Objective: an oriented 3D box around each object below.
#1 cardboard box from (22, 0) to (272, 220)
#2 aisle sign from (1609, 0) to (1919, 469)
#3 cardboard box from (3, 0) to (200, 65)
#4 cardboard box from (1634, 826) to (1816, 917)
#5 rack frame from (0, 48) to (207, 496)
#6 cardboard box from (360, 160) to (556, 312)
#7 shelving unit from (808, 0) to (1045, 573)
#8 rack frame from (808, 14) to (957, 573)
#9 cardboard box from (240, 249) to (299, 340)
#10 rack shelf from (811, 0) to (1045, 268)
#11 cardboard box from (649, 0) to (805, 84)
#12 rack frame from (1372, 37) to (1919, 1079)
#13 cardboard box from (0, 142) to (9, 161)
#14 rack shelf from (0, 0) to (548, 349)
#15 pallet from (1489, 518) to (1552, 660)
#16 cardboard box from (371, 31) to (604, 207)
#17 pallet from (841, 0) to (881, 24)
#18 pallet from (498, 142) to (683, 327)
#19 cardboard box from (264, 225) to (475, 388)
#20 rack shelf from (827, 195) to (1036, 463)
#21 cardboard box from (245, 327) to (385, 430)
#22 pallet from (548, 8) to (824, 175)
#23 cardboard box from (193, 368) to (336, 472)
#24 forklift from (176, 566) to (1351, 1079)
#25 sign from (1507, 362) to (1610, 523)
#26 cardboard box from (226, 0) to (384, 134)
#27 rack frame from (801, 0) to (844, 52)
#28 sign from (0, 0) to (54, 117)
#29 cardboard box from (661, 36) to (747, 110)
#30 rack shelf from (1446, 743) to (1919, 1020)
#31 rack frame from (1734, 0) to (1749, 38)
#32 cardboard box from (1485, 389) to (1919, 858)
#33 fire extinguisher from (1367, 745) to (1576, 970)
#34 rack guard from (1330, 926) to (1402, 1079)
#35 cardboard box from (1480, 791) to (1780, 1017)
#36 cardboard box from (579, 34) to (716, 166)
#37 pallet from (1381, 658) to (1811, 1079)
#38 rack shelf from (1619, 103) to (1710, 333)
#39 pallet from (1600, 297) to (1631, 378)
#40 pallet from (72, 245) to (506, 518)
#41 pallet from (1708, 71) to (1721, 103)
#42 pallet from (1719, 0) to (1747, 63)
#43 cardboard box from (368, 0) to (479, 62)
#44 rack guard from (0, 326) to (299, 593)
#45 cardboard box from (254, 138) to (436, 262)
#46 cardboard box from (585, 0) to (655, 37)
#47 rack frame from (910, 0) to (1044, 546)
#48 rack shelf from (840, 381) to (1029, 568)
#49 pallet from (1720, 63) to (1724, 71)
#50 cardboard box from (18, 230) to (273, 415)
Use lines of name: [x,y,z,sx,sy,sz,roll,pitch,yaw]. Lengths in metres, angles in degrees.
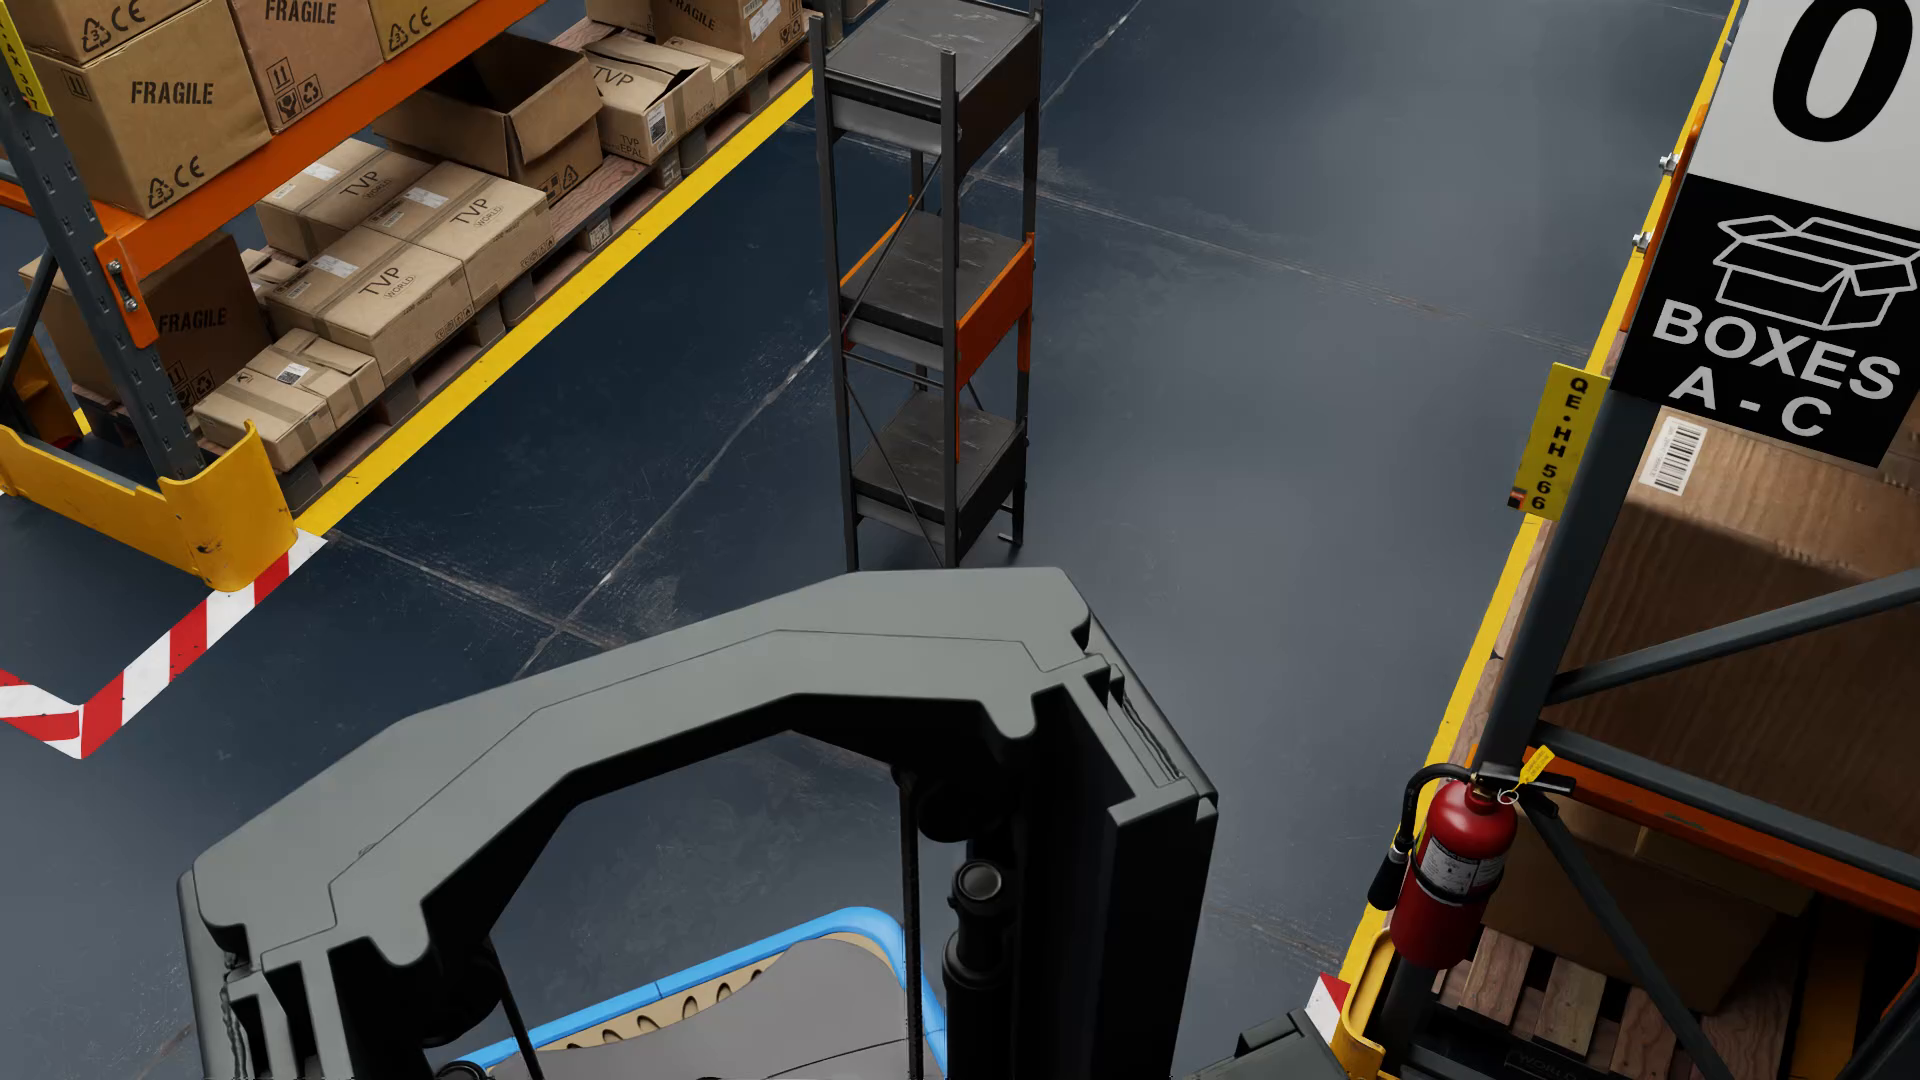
cardboard box: [-2.461,-1.342,4.897,0.500,0.500,0.500,21,49,20]
aisle sign: [1.190,-0.449,2.257,0.394,0.787,0.004,20,49,19]
cardboard box: [-2.461,-1.694,4.542,0.500,0.500,0.500,22,49,20]
cardboard box: [1.844,0.692,3.963,0.380,0.149,0.250,21,49,19]
rack frame: [-2.901,-1.115,4.743,1.000,3.000,0.127,20,49,19]
cardboard box: [-1.933,-1.182,6.433,0.500,0.250,0.500,20,49,19]
shelving unit: [-0.077,-0.634,4.900,0.431,2.100,0.503,20,49,19]
rack frame: [-0.190,-0.480,4.748,0.400,2.100,0.015,20,49,19]
cardboard box: [-2.599,-0.923,6.236,0.380,0.166,0.250,20,49,19]
rack shelf: [-0.077,-1.116,4.412,0.431,0.518,0.480,20,49,19]
cardboard box: [-1.057,-2.458,7.518,0.500,0.500,0.500,20,49,19]
rack frame: [1.489,0.519,3.129,1.000,3.000,0.127,20,49,19]
cardboard box: [-2.934,-1.522,5.075,0.500,0.500,0.500,22,49,20]
rack shelf: [-1.972,-2.122,6.244,1.077,0.370,4.000,20,49,19]
pallet: [2.358,0.204,5.400,1.003,0.211,1.213,20,49,19]
cardboard box: [-1.911,-1.726,6.793,0.797,0.503,0.637,20,49,19]
pallet: [-0.700,-3.179,8.744,1.003,0.211,1.213,20,49,19]
pallet: [-1.929,-1.450,7.035,1.003,0.211,1.213,20,49,19]
cardboard box: [-2.165,-0.867,6.121,0.500,0.250,0.500,20,49,19]
rack shelf: [-0.077,-0.624,4.910,0.431,0.518,0.480,20,49,19]
cardboard box: [-2.286,-0.581,5.898,0.380,0.166,0.250,20,49,19]
pallet: [-1.363,-2.222,7.798,1.003,0.211,1.213,20,49,19]
cardboard box: [-2.402,-0.417,5.749,0.380,0.149,0.250,20,49,19]
forklift: [0.001,1.573,2.135,1.130,2.935,3.031,-18,48,-17]
sign: [1.015,-0.160,2.818,0.100,0.325,0.005,20,49,19]
cardboard box: [-2.226,-1.669,5.220,0.500,0.500,0.500,20,49,19]
rack frame: [-1.044,-3.635,7.233,1.000,3.000,0.127,20,49,19]
sign: [-2.420,-1.240,4.258,0.100,0.325,0.005,20,49,19]
cardboard box: [-1.178,-2.078,7.390,0.380,0.149,0.250,20,49,19]
rack shelf: [2.417,-0.489,4.630,1.077,0.370,4.000,20,49,19]
rack frame: [1.489,-1.590,0.995,1.000,3.000,0.127,20,49,19]
cardboard box: [1.717,0.089,3.343,0.980,0.700,0.700,23,50,21]
fire extinguisher: [1.010,0.619,3.345,0.296,0.674,0.183,20,49,19]
rack guard: [1.478,1.412,4.003,1.175,0.500,0.348,20,49,19]
cardboard box: [1.725,0.776,4.337,0.700,0.500,0.500,20,49,19]
cardboard box: [-1.405,-1.919,7.119,0.500,0.311,0.500,20,49,19]
pallet: [1.791,0.969,4.644,1.003,0.211,1.213,20,49,19]
rack shelf: [2.417,-1.543,3.563,1.077,0.370,4.000,20,49,19]
pallet: [2.923,-0.568,6.163,1.003,0.211,1.213,20,49,19]
pallet: [-2.496,-0.685,6.279,1.003,0.211,1.213,20,49,19]
pallet: [3.637,-1.532,7.116,1.003,0.211,1.213,20,49,19]
pallet: [1.824,-0.976,2.558,1.003,0.211,1.213,20,49,19]
cardboard box: [-1.991,-1.984,5.532,0.500,0.500,0.500,20,49,19]
rack guard: [-2.865,-0.284,5.679,1.175,0.500,0.348,20,49,19]
cardboard box: [-2.399,-1.315,6.565,0.500,0.250,0.500,20,49,19]
cardboard box: [-1.430,-2.651,7.842,0.500,0.311,0.500,20,49,19]
rack frame: [0.036,-0.788,5.052,0.400,2.100,0.015,20,49,19]
rack shelf: [-0.077,-0.132,5.408,0.431,0.518,0.480,20,49,19]
pallet: [4.202,-2.304,7.878,1.003,0.211,1.213,20,49,19]
cardboard box: [-2.866,-0.814,5.894,0.500,0.500,0.500,20,49,19]
